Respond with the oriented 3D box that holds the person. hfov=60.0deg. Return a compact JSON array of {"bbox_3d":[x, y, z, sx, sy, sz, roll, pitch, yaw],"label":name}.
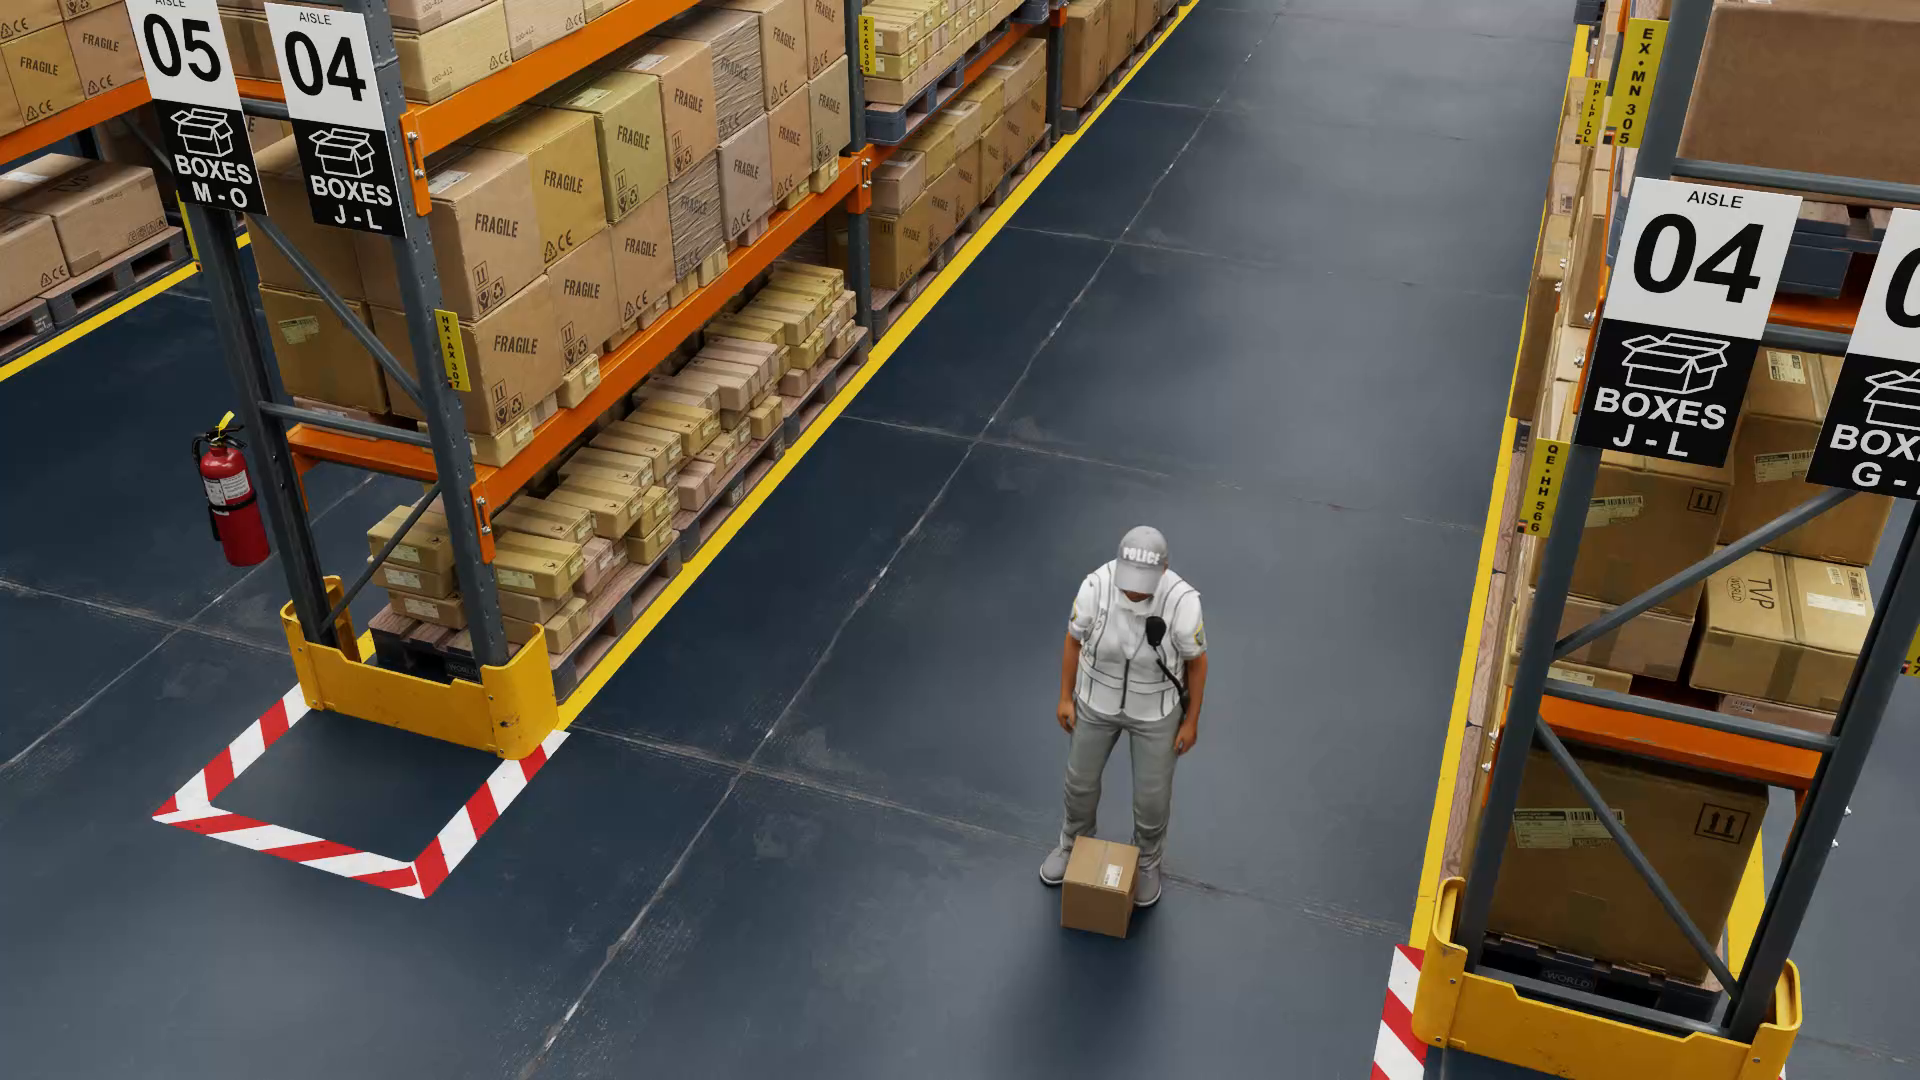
[{"bbox_3d":[0.614,0.631,6.179,0.560,1.667,0.465,10,35,15],"label":"person"}]
